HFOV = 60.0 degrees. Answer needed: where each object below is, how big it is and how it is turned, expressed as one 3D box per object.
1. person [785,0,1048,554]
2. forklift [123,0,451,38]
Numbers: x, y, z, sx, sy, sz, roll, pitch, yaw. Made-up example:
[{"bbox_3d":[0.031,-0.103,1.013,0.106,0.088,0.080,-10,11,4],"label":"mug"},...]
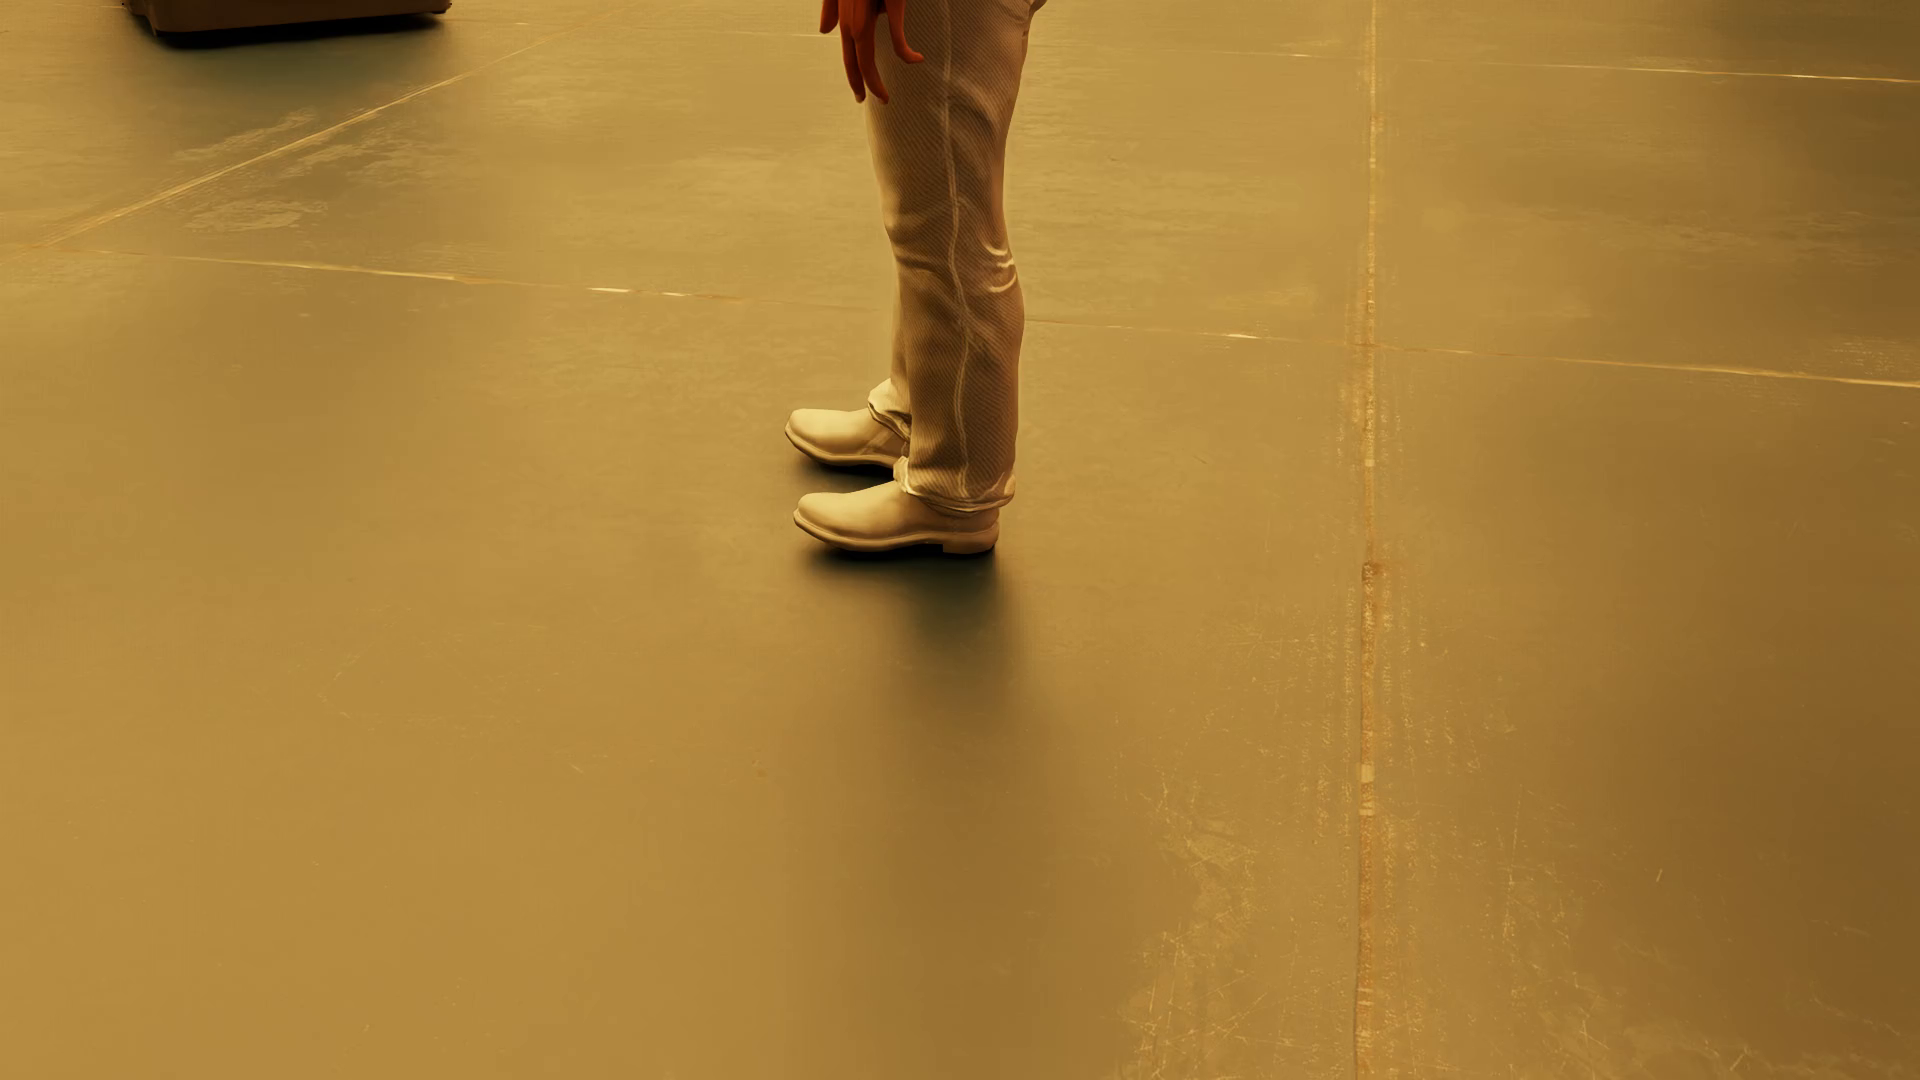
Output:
[{"bbox_3d":[-0.066,-0.805,2.118,0.577,1.765,0.665,6,27,11],"label":"person"},{"bbox_3d":[-3.139,-3.742,6.663,1.130,2.935,3.031,-15,30,-27],"label":"forklift"}]
